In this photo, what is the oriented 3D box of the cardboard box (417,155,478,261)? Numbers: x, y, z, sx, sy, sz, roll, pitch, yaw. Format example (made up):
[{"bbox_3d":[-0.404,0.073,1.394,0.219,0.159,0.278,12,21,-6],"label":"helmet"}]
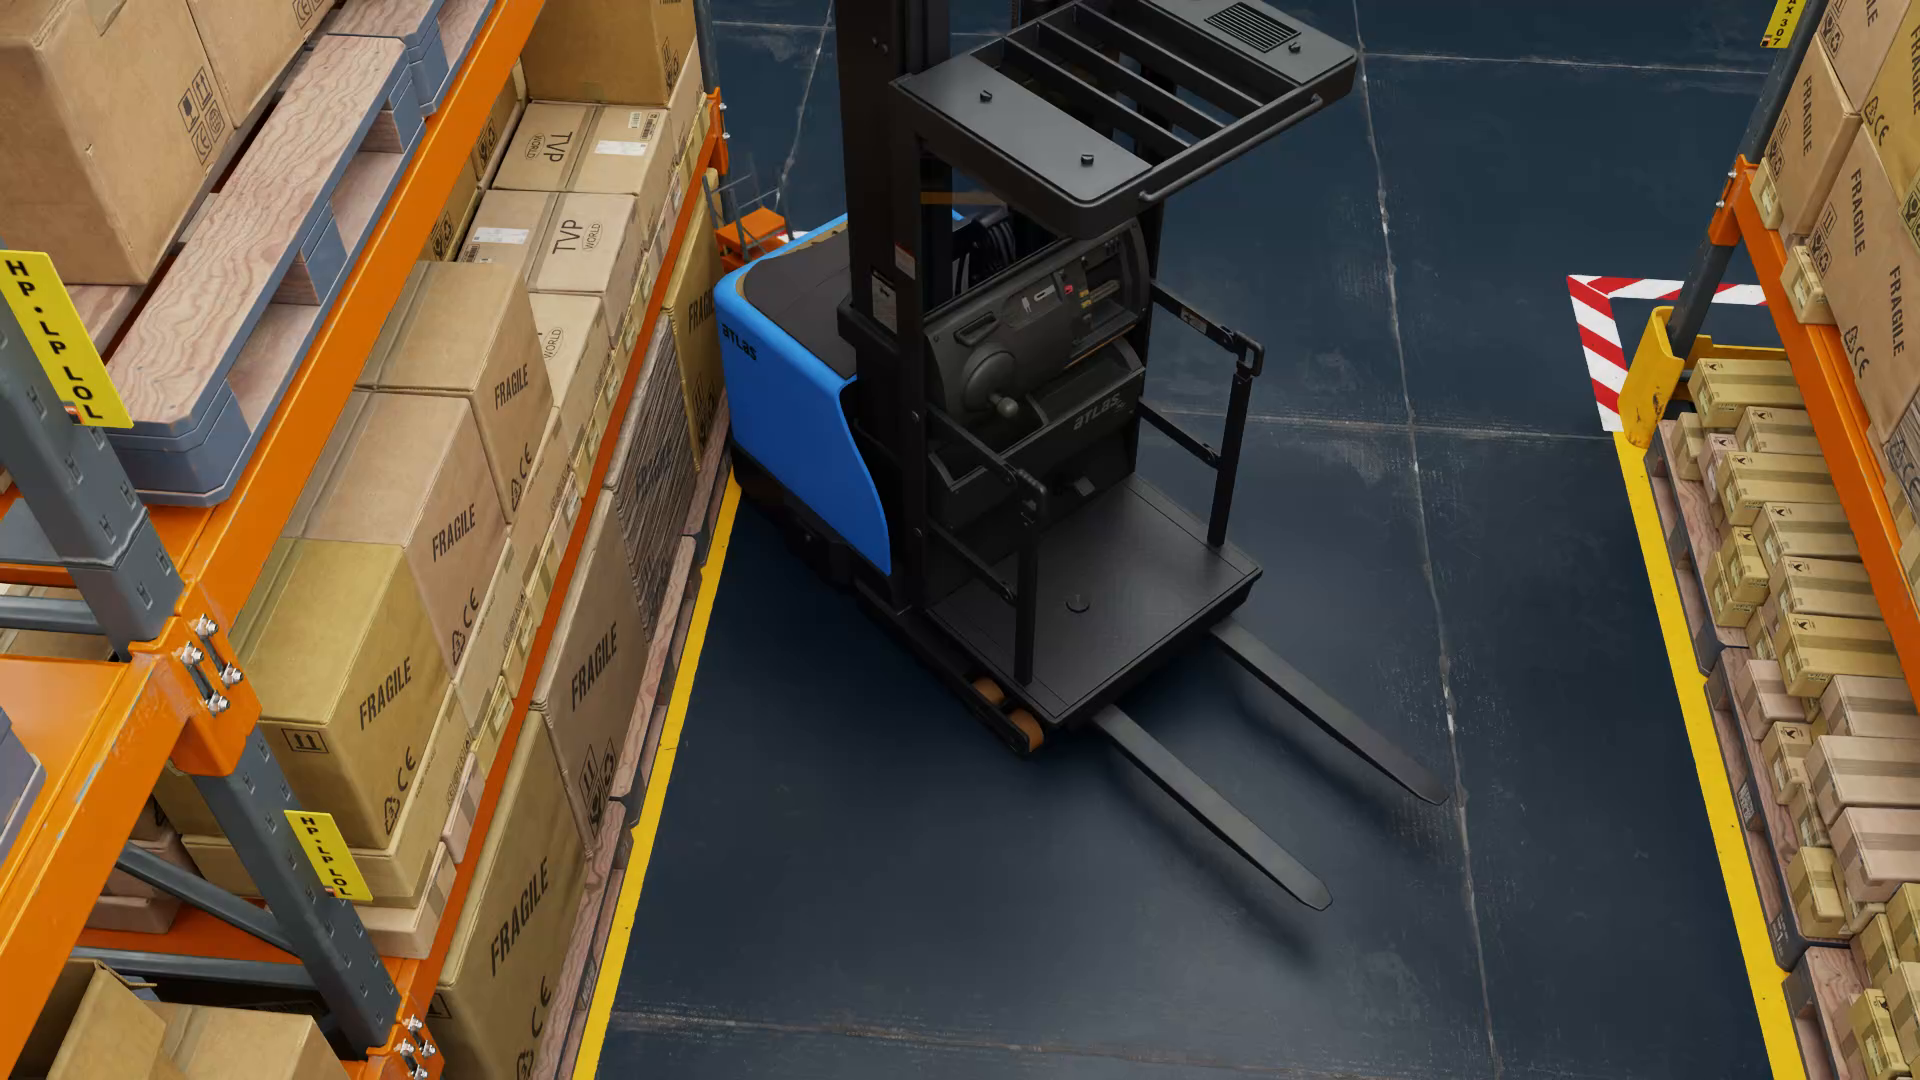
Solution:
[{"bbox_3d":[-1.866,-1.178,5.186,0.500,0.500,0.500,3,48,2],"label":"cardboard box"}]

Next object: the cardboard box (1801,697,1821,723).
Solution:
[{"bbox_3d":[3.101,0.506,5.700,0.380,0.149,0.250,6,48,6],"label":"cardboard box"}]

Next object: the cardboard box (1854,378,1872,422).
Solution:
[{"bbox_3d":[3.112,-0.468,5.315,0.380,0.149,0.250,3,48,3],"label":"cardboard box"}]

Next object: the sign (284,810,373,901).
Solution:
[{"bbox_3d":[-1.289,0.647,3.395,0.100,0.325,0.005,4,48,4],"label":"sign"}]

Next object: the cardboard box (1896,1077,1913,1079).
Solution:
[{"bbox_3d":[2.824,1.657,4.648,0.380,0.149,0.250,2,48,2],"label":"cardboard box"}]

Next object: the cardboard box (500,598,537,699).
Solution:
[{"bbox_3d":[-1.403,0.291,4.621,0.380,0.149,0.250,3,48,2],"label":"cardboard box"}]

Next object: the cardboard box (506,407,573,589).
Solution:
[{"bbox_3d":[-1.435,-0.142,4.747,0.500,0.250,0.500,5,48,4],"label":"cardboard box"}]

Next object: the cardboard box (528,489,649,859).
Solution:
[{"bbox_3d":[-1.609,0.416,5.492,0.875,0.875,0.875,4,48,4],"label":"cardboard box"}]

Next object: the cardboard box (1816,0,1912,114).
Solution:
[{"bbox_3d":[3.159,-1.710,5.334,0.500,0.500,0.500,4,48,3],"label":"cardboard box"}]

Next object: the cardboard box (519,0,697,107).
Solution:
[{"bbox_3d":[-1.249,-1.885,5.833,0.500,0.500,0.500,4,48,4],"label":"cardboard box"}]

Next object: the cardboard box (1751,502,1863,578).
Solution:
[{"bbox_3d":[3.082,0.007,5.955,0.380,0.149,0.250,2,48,2],"label":"cardboard box"}]

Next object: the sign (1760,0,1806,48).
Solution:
[{"bbox_3d":[2.924,-1.879,5.849,0.100,0.325,0.005,4,48,4],"label":"sign"}]

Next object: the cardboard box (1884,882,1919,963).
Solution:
[{"bbox_3d":[2.973,1.171,4.891,0.380,0.149,0.250,5,48,5],"label":"cardboard box"}]

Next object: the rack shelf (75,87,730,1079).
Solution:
[{"bbox_3d":[-1.648,-0.245,5.429,1.077,0.370,4.000,4,48,4],"label":"rack shelf"}]

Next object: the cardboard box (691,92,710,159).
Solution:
[{"bbox_3d":[-1.171,-1.589,6.341,0.380,0.149,0.250,5,48,4],"label":"cardboard box"}]

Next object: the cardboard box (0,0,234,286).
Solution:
[{"bbox_3d":[-1.819,-0.819,3.014,0.700,0.500,0.500,1,48,1],"label":"cardboard box"}]

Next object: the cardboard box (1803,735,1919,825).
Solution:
[{"bbox_3d":[2.918,0.767,5.260,0.380,0.149,0.250,2,48,2],"label":"cardboard box"}]

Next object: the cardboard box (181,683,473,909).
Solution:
[{"bbox_3d":[-1.527,0.604,4.065,0.500,0.250,0.500,3,48,3],"label":"cardboard box"}]

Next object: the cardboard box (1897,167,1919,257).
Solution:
[{"bbox_3d":[3.049,-0.958,4.646,0.500,0.500,0.500,3,48,3],"label":"cardboard box"}]

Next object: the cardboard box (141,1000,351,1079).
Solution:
[{"bbox_3d":[-1.601,1.310,3.451,0.500,0.500,0.500,4,48,4],"label":"cardboard box"}]

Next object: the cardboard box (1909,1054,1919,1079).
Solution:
[{"bbox_3d":[2.856,1.540,4.553,0.380,0.149,0.250,4,48,4],"label":"cardboard box"}]

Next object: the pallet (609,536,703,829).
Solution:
[{"bbox_3d":[-1.575,0.470,6.177,1.003,0.211,1.213,4,48,4],"label":"pallet"}]

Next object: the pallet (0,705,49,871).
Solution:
[{"bbox_3d":[-1.865,0.711,2.164,0.805,0.209,1.217,2,48,2],"label":"pallet"}]

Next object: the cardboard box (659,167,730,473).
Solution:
[{"bbox_3d":[-1.445,-0.907,6.702,0.875,0.875,0.875,4,48,4],"label":"cardboard box"}]

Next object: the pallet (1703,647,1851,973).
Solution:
[{"bbox_3d":[3.234,0.936,5.751,1.003,0.211,1.213,4,48,4],"label":"pallet"}]

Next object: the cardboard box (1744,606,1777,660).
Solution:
[{"bbox_3d":[3.079,0.389,6.009,0.380,0.149,0.250,4,48,4],"label":"cardboard box"}]

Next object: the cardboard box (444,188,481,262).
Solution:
[{"bbox_3d":[-1.869,-0.922,5.460,0.500,0.250,0.500,2,48,2],"label":"cardboard box"}]

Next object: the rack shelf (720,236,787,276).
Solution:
[{"bbox_3d":[-0.805,-1.120,6.688,0.258,0.103,0.180,-34,46,-27],"label":"rack shelf"}]

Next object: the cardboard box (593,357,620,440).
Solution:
[{"bbox_3d":[-1.310,-0.466,5.314,0.380,0.149,0.250,5,48,4],"label":"cardboard box"}]

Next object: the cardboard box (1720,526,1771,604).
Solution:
[{"bbox_3d":[3.014,0.102,6.070,0.380,0.149,0.250,5,48,5],"label":"cardboard box"}]

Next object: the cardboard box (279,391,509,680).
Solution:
[{"bbox_3d":[-1.480,-0.017,4.125,0.500,0.500,0.500,4,48,4],"label":"cardboard box"}]

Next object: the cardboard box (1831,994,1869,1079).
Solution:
[{"bbox_3d":[2.863,1.515,4.979,0.380,0.149,0.250,2,48,2],"label":"cardboard box"}]

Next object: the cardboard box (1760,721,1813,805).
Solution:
[{"bbox_3d":[2.970,0.772,5.659,0.380,0.149,0.250,4,48,4],"label":"cardboard box"}]

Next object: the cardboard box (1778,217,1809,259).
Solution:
[{"bbox_3d":[3.126,-1.059,5.856,0.380,0.149,0.250,5,48,5],"label":"cardboard box"}]

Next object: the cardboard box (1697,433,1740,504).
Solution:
[{"bbox_3d":[3.079,-0.265,6.405,0.380,0.149,0.250,4,48,3],"label":"cardboard box"}]

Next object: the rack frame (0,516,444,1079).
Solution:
[{"bbox_3d":[-1.831,0.982,3.819,1.000,3.000,0.127,4,48,4],"label":"rack frame"}]

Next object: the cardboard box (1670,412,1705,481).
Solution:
[{"bbox_3d":[3.097,-0.366,6.699,0.380,0.149,0.250,5,48,4],"label":"cardboard box"}]

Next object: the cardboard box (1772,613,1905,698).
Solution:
[{"bbox_3d":[2.978,0.400,5.595,0.380,0.149,0.250,5,48,4],"label":"cardboard box"}]

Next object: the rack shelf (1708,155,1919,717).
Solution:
[{"bbox_3d":[3.282,0.162,5.056,1.077,0.370,4.000,4,48,4],"label":"rack shelf"}]

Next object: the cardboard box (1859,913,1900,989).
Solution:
[{"bbox_3d":[2.951,1.281,4.991,0.380,0.149,0.250,4,48,4],"label":"cardboard box"}]

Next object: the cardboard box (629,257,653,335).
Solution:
[{"bbox_3d":[-1.262,-0.839,5.654,0.380,0.149,0.250,3,48,3],"label":"cardboard box"}]

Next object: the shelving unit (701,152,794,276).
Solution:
[{"bbox_3d":[-0.783,-0.972,6.815,0.258,1.200,0.189,-34,46,-27],"label":"shelving unit"}]

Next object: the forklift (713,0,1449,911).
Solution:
[{"bbox_3d":[0.414,-0.643,5.352,1.130,2.935,3.031,-33,56,-27],"label":"forklift"}]

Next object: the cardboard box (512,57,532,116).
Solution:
[{"bbox_3d":[-1.779,-1.673,6.147,0.500,0.250,0.500,3,48,2],"label":"cardboard box"}]

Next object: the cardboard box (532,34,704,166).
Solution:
[{"bbox_3d":[-1.246,-1.634,6.111,0.500,0.250,0.500,3,48,3],"label":"cardboard box"}]

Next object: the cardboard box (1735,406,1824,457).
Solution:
[{"bbox_3d":[3.173,-0.357,6.288,0.380,0.149,0.250,5,48,4],"label":"cardboard box"}]

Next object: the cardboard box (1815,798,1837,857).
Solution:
[{"bbox_3d":[2.999,0.897,5.343,0.380,0.149,0.250,2,48,2],"label":"cardboard box"}]

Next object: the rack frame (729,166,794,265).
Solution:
[{"bbox_3d":[-0.722,-0.933,6.758,0.240,1.200,0.006,-34,46,-27],"label":"rack frame"}]

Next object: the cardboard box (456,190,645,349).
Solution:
[{"bbox_3d":[-1.339,-0.887,5.428,0.500,0.250,0.500,2,48,2],"label":"cardboard box"}]

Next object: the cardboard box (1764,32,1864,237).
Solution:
[{"bbox_3d":[3.148,-1.373,5.703,0.500,0.500,0.500,6,48,5],"label":"cardboard box"}]

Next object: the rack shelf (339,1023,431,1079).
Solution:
[{"bbox_3d":[-2.013,2.694,2.741,1.077,0.370,4.000,4,48,4],"label":"rack shelf"}]

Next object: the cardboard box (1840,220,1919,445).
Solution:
[{"bbox_3d":[3.067,-0.619,5.014,0.500,0.500,0.500,4,48,4],"label":"cardboard box"}]

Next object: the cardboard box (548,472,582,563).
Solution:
[{"bbox_3d":[-1.355,-0.081,4.962,0.380,0.149,0.250,4,48,4],"label":"cardboard box"}]

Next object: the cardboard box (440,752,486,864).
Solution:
[{"bbox_3d":[-1.449,0.678,4.267,0.380,0.149,0.250,2,48,2],"label":"cardboard box"}]

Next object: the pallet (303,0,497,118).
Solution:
[{"bbox_3d":[-1.632,-1.495,4.112,1.003,0.211,1.213,4,48,4],"label":"pallet"}]

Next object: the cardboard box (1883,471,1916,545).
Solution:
[{"bbox_3d":[3.017,-0.099,4.978,0.380,0.149,0.250,5,48,5],"label":"cardboard box"}]

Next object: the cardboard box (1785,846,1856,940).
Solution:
[{"bbox_3d":[2.890,1.138,5.324,0.380,0.149,0.250,4,48,3],"label":"cardboard box"}]

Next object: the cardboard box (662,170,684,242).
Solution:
[{"bbox_3d":[-1.217,-1.213,5.997,0.380,0.149,0.250,4,48,4],"label":"cardboard box"}]

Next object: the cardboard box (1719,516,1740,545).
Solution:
[{"bbox_3d":[3.139,0.015,6.351,0.380,0.149,0.250,4,48,4],"label":"cardboard box"}]

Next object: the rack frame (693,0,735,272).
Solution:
[{"bbox_3d":[-1.466,-1.958,6.508,1.000,3.000,0.127,4,48,4],"label":"rack frame"}]
